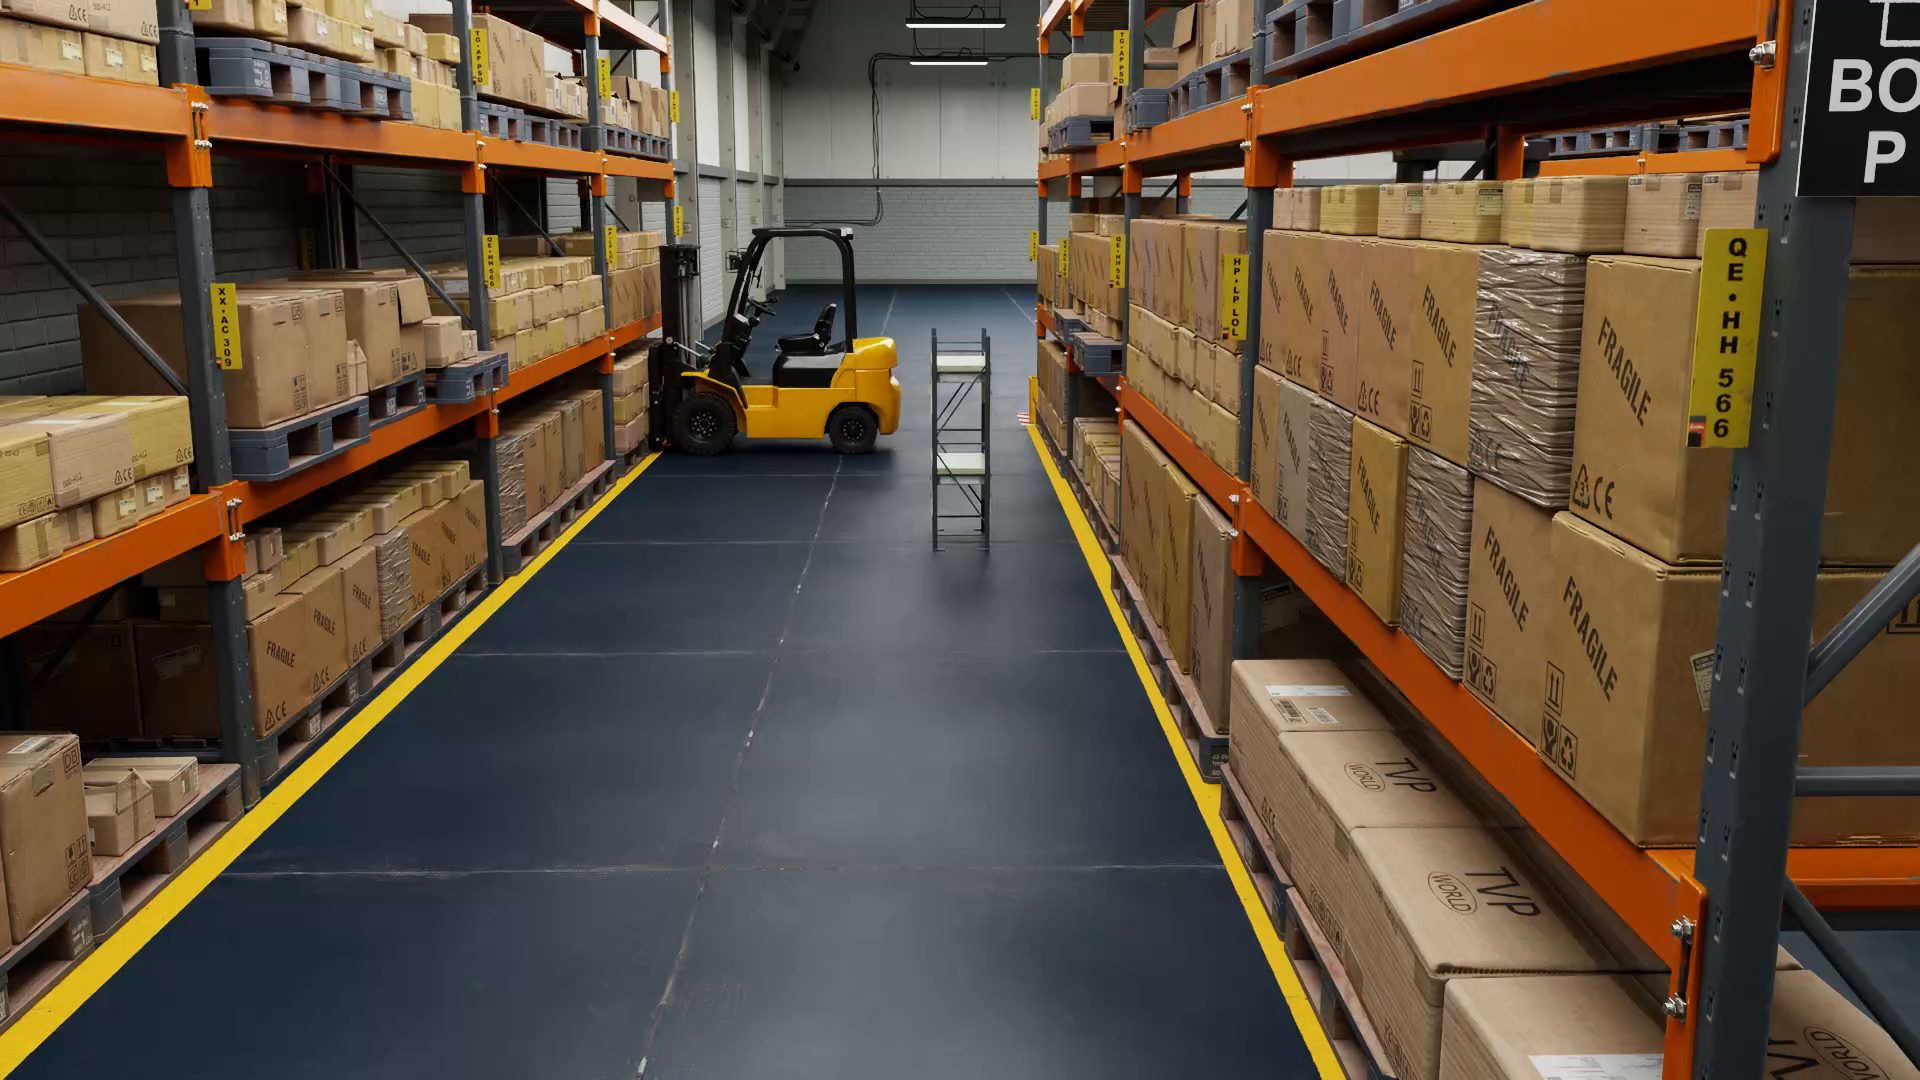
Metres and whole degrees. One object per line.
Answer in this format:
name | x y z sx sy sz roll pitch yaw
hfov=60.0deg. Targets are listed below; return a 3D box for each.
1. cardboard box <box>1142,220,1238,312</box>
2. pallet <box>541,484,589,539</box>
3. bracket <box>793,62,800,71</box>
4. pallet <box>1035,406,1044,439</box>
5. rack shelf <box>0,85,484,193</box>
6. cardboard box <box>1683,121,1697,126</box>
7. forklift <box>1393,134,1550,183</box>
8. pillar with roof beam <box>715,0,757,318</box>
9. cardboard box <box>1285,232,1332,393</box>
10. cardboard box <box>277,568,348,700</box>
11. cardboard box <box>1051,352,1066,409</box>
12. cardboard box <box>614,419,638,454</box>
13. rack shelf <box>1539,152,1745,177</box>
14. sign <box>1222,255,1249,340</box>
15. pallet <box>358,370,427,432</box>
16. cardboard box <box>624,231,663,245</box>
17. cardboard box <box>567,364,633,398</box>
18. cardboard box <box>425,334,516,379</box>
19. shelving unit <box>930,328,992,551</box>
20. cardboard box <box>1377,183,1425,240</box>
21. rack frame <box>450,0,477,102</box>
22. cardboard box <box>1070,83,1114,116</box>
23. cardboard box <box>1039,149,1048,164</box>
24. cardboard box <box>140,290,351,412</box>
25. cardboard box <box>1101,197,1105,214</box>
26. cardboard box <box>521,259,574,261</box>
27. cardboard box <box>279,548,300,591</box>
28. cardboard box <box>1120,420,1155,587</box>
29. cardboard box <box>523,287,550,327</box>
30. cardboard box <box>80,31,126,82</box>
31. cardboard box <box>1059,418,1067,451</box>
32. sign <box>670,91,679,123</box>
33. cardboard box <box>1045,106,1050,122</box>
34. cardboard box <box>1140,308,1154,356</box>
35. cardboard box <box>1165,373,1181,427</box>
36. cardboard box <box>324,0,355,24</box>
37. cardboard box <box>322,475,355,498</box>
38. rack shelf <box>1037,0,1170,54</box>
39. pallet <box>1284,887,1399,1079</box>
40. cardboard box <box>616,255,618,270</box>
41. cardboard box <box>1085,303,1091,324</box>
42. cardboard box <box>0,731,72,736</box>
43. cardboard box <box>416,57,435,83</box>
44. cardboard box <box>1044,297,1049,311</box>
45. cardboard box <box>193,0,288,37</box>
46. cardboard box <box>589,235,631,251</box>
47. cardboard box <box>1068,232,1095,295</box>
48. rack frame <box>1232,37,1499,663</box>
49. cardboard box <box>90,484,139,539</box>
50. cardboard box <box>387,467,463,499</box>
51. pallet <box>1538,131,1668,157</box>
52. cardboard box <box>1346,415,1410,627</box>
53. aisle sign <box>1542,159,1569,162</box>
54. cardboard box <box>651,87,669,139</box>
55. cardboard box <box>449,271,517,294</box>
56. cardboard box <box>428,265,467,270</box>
cardboard box | 1.311 -1.547 9.372 0.500 0.500 0.500 0 11 -1
pallet | -3.438 -0.223 12.629 1.003 0.211 1.213 0 11 -1
bracket | -4.812 -13.855 48.666 0.235 0.232 0.430 0 11 -1
pallet | 1.343 -1.252 17.700 1.003 0.211 1.213 0 11 -1
rack shelf | -3.396 -1.904 8.165 1.077 0.370 4.000 0 11 -1
cardboard box | 6.714 -3.768 14.867 0.380 0.149 0.250 0 11 -1
forklift | 3.330 -1.412 11.648 1.130 2.935 3.031 0 11 1
pillar with roof beam | -0.558 -9.168 34.617 9.100 9.000 0.548 0 11 -1
cardboard box | 1.379 -0.753 5.461 0.500 0.500 0.500 0 11 -2
cardboard box | -3.161 0.427 7.639 0.500 0.500 0.500 0 11 -2
cardboard box | 1.138 -1.545 16.105 0.500 0.500 0.500 0 11 2
cardboard box | -3.199 -0.935 14.983 0.500 0.250 0.500 0 11 -1
rack shelf | 6.348 -3.556 16.307 1.077 0.370 4.000 0 11 -1
sign | 1.065 -0.935 6.409 0.100 0.325 0.005 0 11 -1
pallet | -3.393 -0.704 8.465 1.003 0.211 1.213 0 11 -1
cardboard box | -3.385 -3.217 17.739 0.380 0.149 0.250 0 11 -1
cardboard box | -3.217 -1.425 14.883 0.500 0.250 0.500 0 11 -2
cardboard box | -3.202 -1.200 10.806 0.500 0.250 0.500 0 11 -1
shelving unit | 0.000 -0.736 11.917 0.431 1.500 0.755 0 11 -1
cardboard box | 1.367 -0.900 4.555 0.380 0.149 0.250 0 11 -1
rack frame | -3.438 -4.124 9.755 1.000 3.000 0.127 0 11 -1
cardboard box | 1.097 -3.284 12.480 0.500 0.250 0.500 0 11 -2
cardboard box | 1.042 -4.075 17.690 0.380 0.149 0.250 0 11 -1
cardboard box | -3.152 -0.844 7.367 0.700 0.500 0.500 0 11 -1
cardboard box | 1.661 -2.875 15.173 0.700 0.500 0.500 0 11 -1
cardboard box | -3.315 -2.179 13.373 0.380 0.149 0.250 0 11 -1
cardboard box | -3.196 0.134 7.452 0.380 0.149 0.250 -1 11 -4
cardboard box | 1.456 -0.232 9.947 0.875 0.875 0.875 0 11 -2
cardboard box | -3.204 -1.649 11.760 0.500 0.250 0.500 -1 11 -3
cardboard box | -3.050 -1.617 5.573 0.380 0.149 0.250 0 11 -1
cardboard box | 1.161 -0.975 15.181 0.500 0.250 0.500 0 11 1
sign | -3.060 -4.639 17.809 0.100 0.325 0.005 0 11 -1
cardboard box | 1.058 -4.312 16.849 0.380 0.149 0.250 0 11 -1
cardboard box | 1.298 -1.172 9.413 0.500 0.250 0.500 0 11 0
cardboard box | 1.330 -0.729 8.486 0.500 0.250 0.500 0 11 -1
cardboard box | -3.018 -2.454 7.640 0.380 0.149 0.250 0 11 -1
cardboard box | -3.675 -0.276 9.474 0.380 0.149 0.250 0 11 0
rack shelf | 1.401 -4.984 15.810 1.077 0.370 4.000 0 11 -1
pallet | 1.573 1.351 4.869 1.003 0.211 1.213 0 11 -1
cardboard box | -3.304 -2.514 15.023 0.380 0.149 0.250 0 11 -1
cardboard box | 1.137 -1.713 12.533 0.380 0.149 0.250 0 11 1
cardboard box | -3.578 0.855 6.006 0.500 0.311 0.500 0 11 1
cardboard box | -3.204 -2.655 9.432 0.380 0.149 0.250 -1 11 -2
cardboard box | 1.063 -2.450 17.224 0.380 0.149 0.250 0 11 0
cardboard box | -2.934 -2.103 6.662 0.380 0.149 0.250 0 11 -1
cardboard box | -3.275 -2.762 15.497 0.380 0.149 0.250 0 11 -2
cardboard box | 1.165 -2.307 13.829 0.500 0.500 0.500 0 11 0
rack frame | 1.608 -0.410 6.536 1.000 3.000 0.127 0 11 -1
cardboard box | -3.039 -0.100 5.641 0.380 0.149 0.250 0 11 0
cardboard box | -3.138 -0.332 9.748 0.380 0.149 0.250 -1 11 -4
pallet | 6.360 -3.872 16.279 1.003 0.211 1.213 0 11 -1
cardboard box | 1.376 -0.063 4.576 0.500 0.500 0.500 0 11 1
aisle sign | 6.605 -4.125 18.311 0.394 0.787 0.004 0 11 -1
cardboard box | -3.350 -4.461 17.402 0.500 0.500 0.500 0 11 1
cardboard box | -3.187 -1.720 11.108 0.380 0.149 0.250 0 11 0
cardboard box | -3.698 -1.920 12.096 0.380 0.149 0.250 0 11 0
